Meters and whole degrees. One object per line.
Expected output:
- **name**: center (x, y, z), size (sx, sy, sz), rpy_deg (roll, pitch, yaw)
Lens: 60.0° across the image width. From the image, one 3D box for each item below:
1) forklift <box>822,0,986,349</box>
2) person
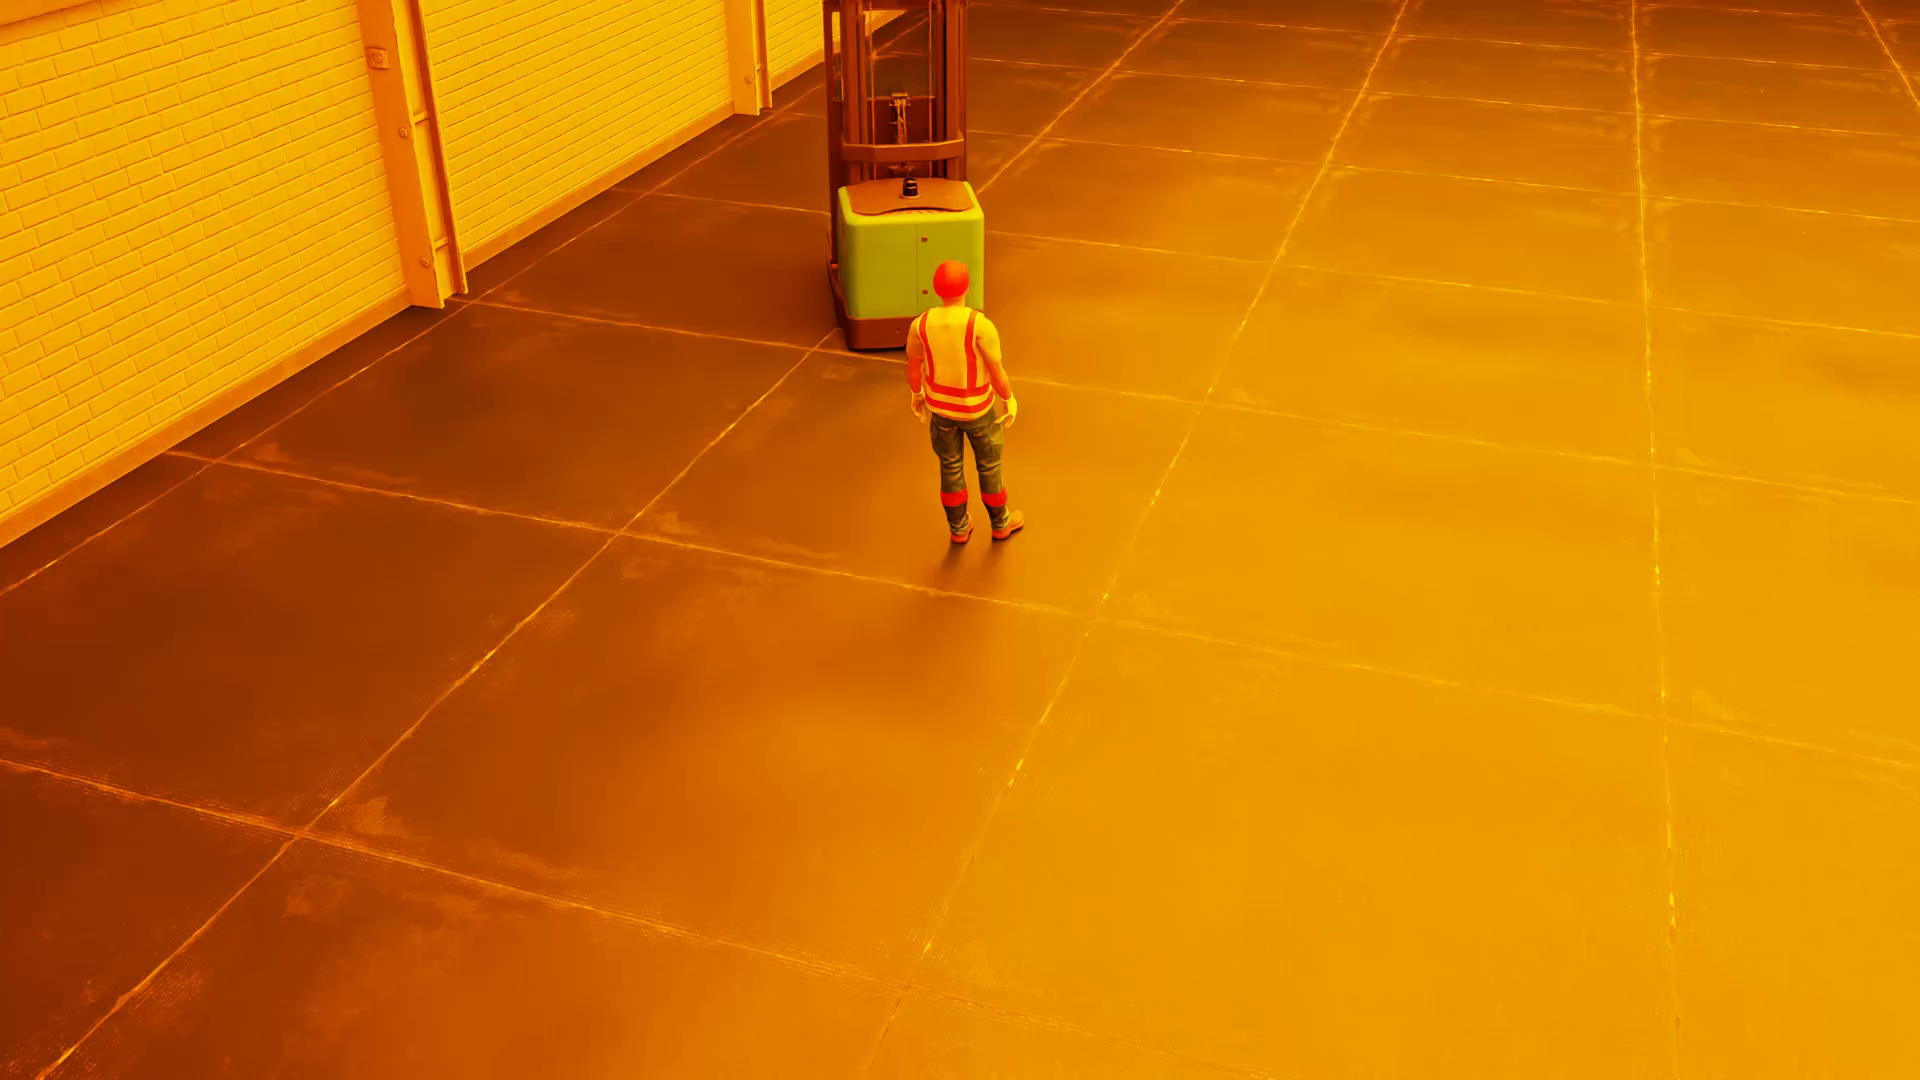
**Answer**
- **forklift**: center (-0.524, -3.413, 13.123), size (1.130, 2.935, 3.031), rpy_deg (-4, 30, -7)
- **person**: center (0.036, -0.819, 9.713), size (0.638, 1.789, 0.562), rpy_deg (10, 31, 16)
